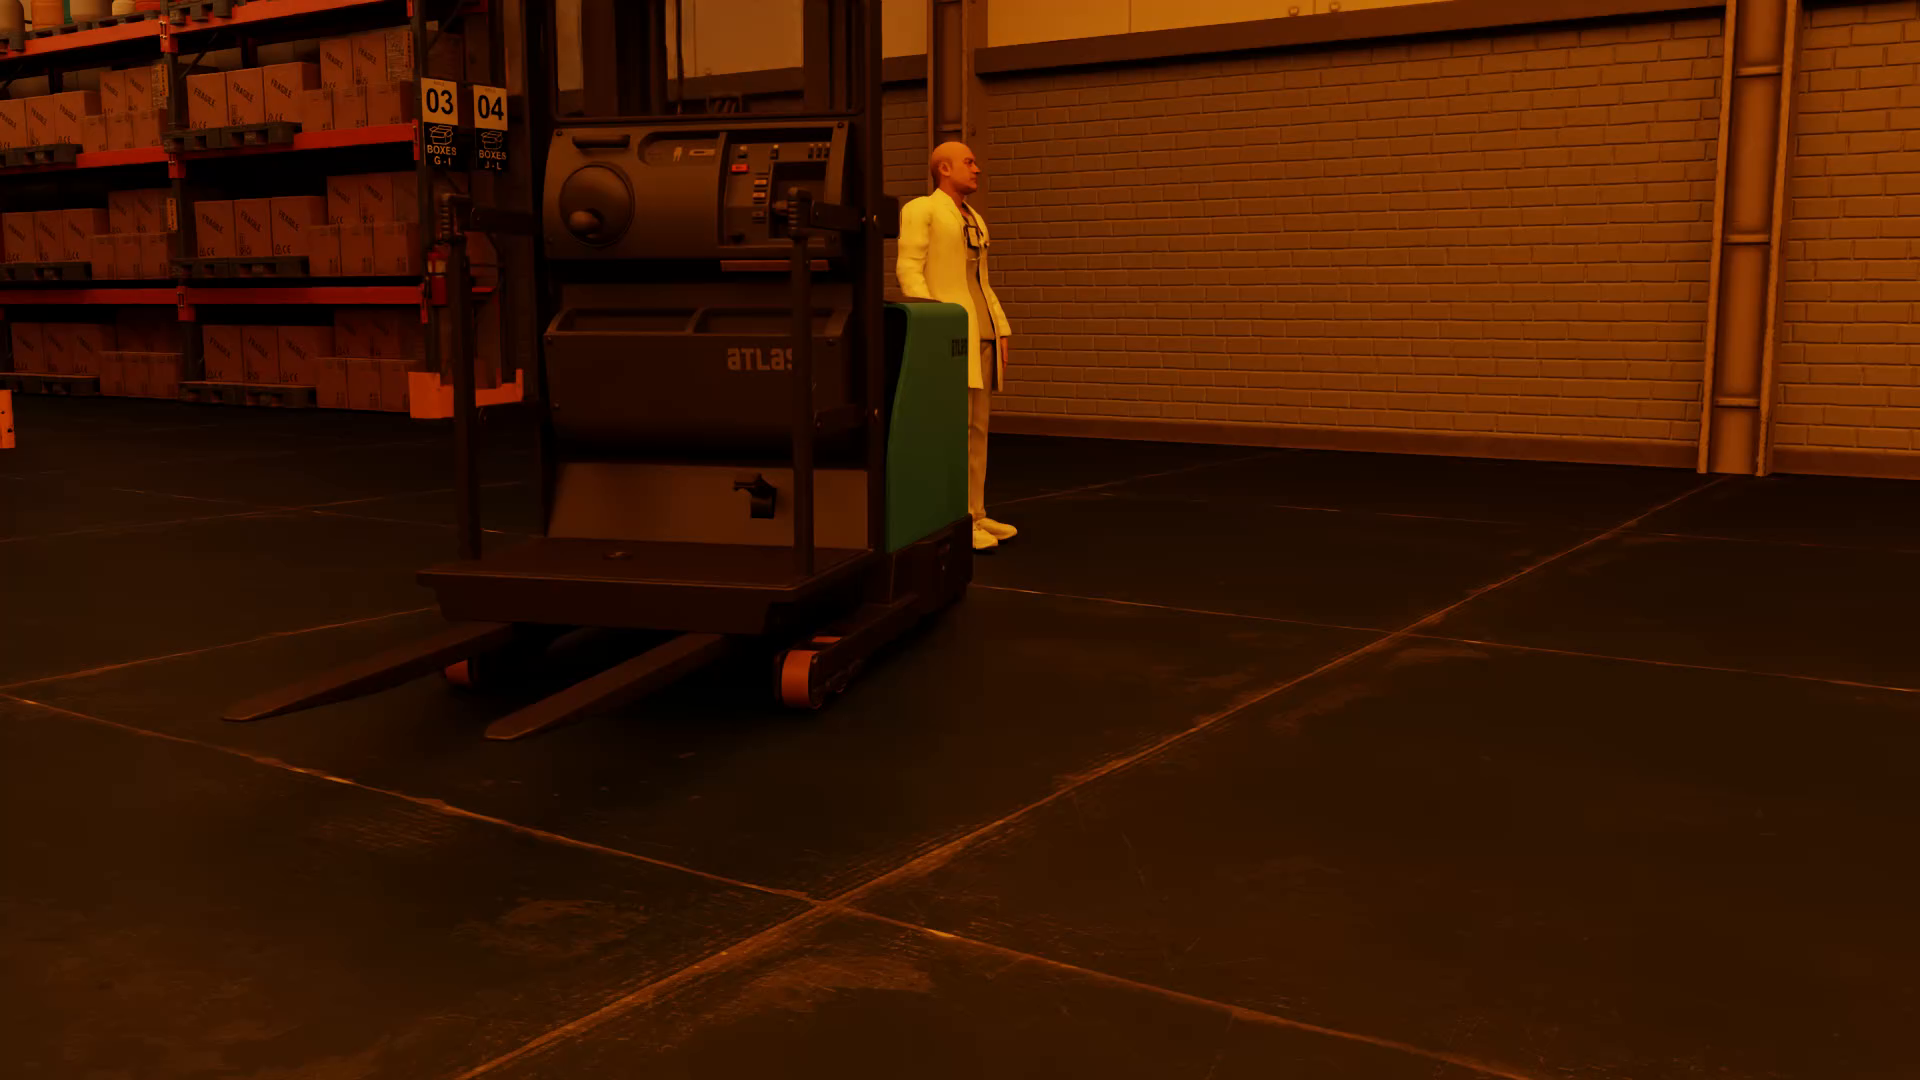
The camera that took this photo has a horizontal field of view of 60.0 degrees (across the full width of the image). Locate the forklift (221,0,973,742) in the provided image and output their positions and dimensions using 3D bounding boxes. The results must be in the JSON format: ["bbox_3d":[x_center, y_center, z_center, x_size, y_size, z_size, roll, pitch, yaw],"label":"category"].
[{"bbox_3d":[-0.823,-1.057,4.627,1.130,2.935,3.031,2,8,15],"label":"forklift"}]

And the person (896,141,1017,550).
[{"bbox_3d":[0.074,-0.880,7.424,0.578,1.777,0.698,5,10,34],"label":"person"}]
